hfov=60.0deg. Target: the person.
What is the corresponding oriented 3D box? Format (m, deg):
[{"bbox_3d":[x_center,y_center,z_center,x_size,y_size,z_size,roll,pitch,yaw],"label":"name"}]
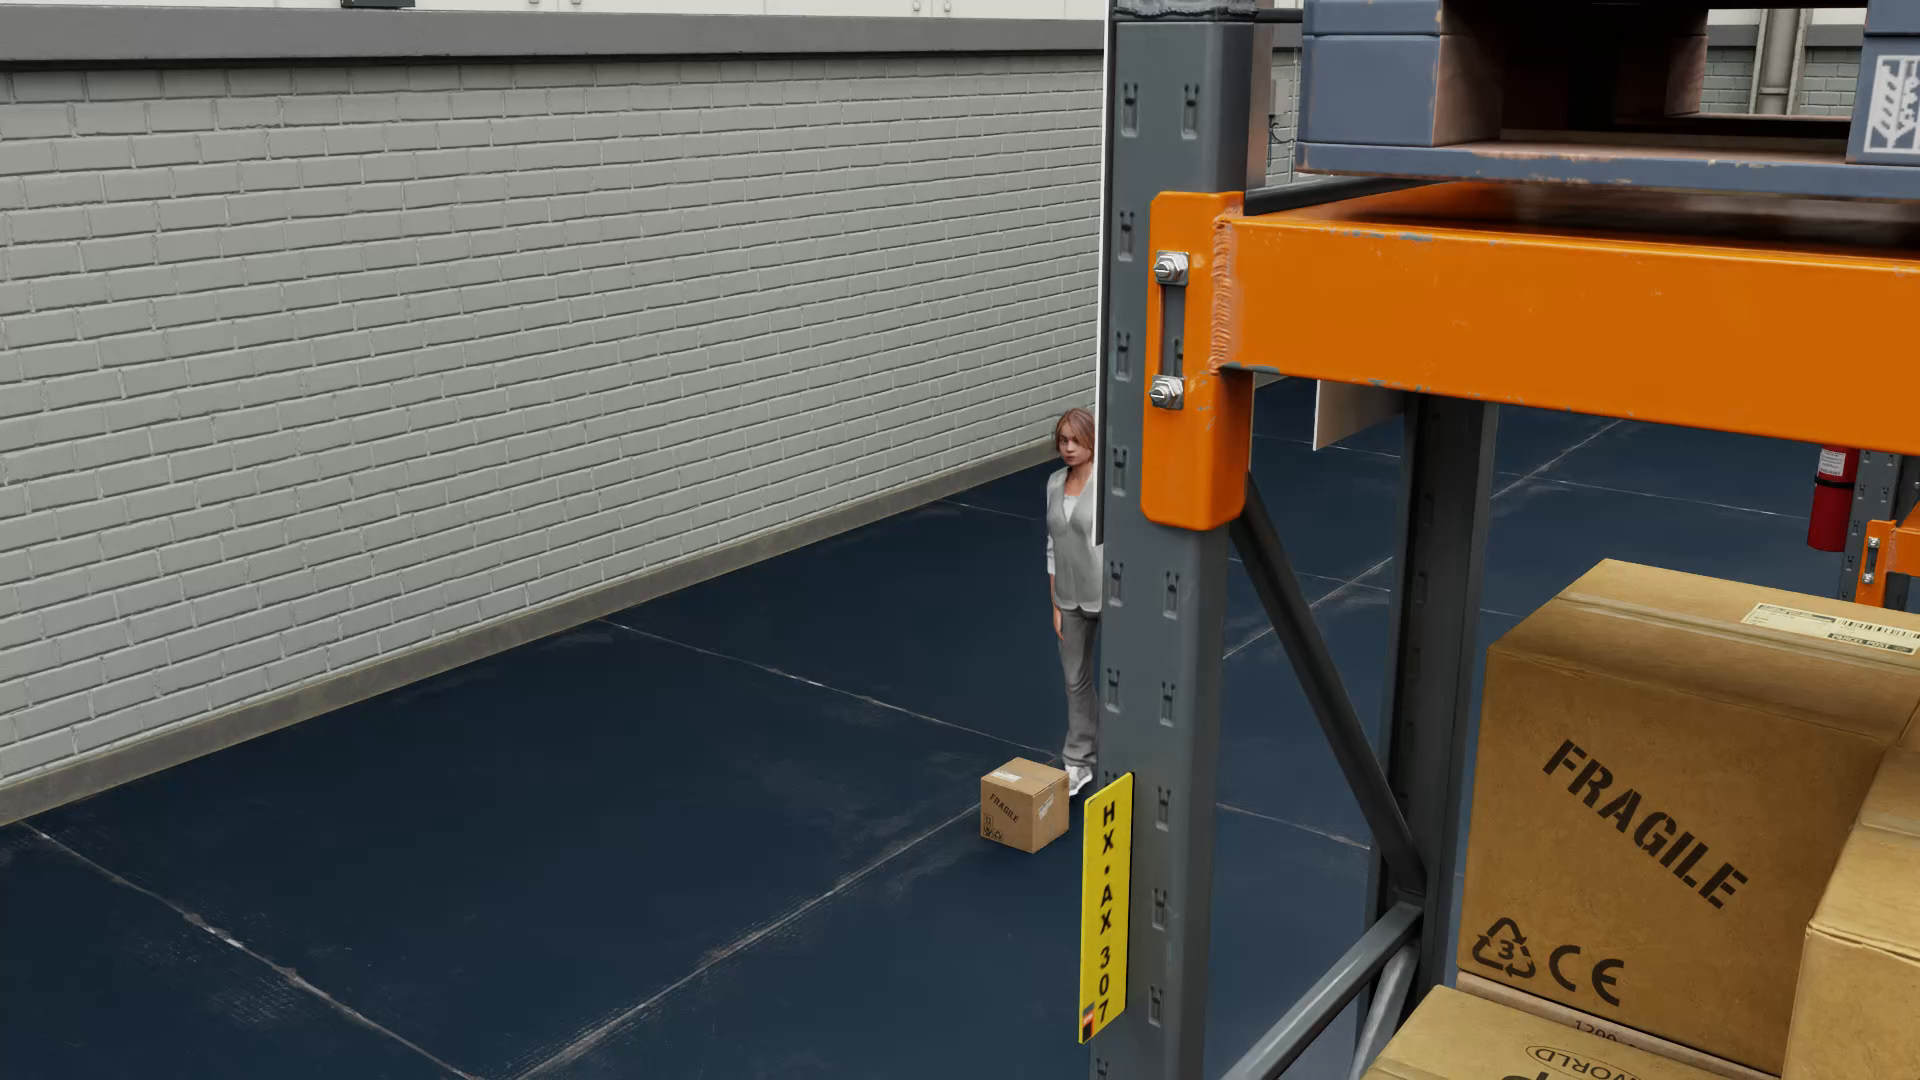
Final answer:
[{"bbox_3d":[0.560,0.273,6.622,0.540,1.598,0.332,13,21,36],"label":"person"}]
